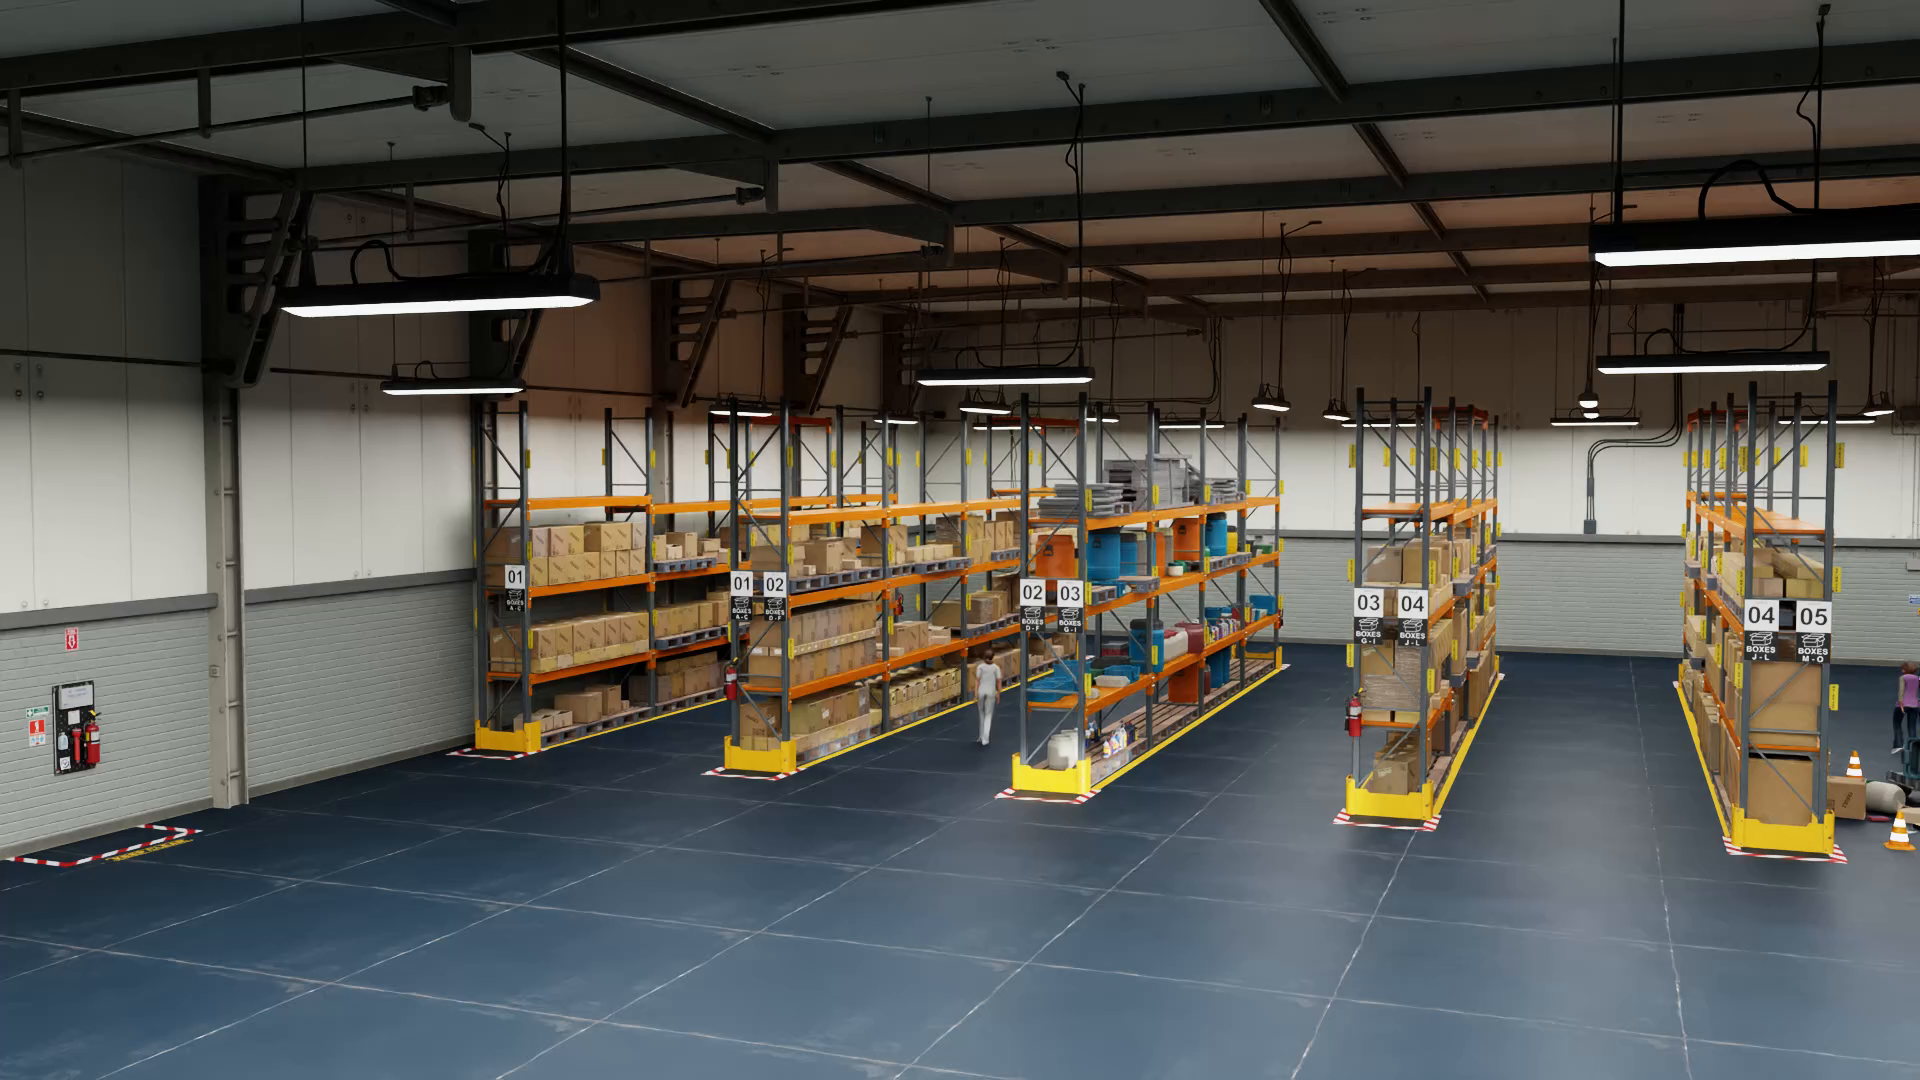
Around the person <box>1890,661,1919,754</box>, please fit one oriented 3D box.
[{"bbox_3d":[16.013,2.865,28.113,0.382,1.635,0.655,0,3,8],"label":"person"}]

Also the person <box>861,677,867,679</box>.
[{"bbox_3d":[-2.336,2.354,37.191,0.565,1.628,1.023,1,3,19],"label":"person"}]

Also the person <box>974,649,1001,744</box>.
[{"bbox_3d":[0.491,2.772,29.207,0.459,1.708,0.604,1,3,10],"label":"person"}]
